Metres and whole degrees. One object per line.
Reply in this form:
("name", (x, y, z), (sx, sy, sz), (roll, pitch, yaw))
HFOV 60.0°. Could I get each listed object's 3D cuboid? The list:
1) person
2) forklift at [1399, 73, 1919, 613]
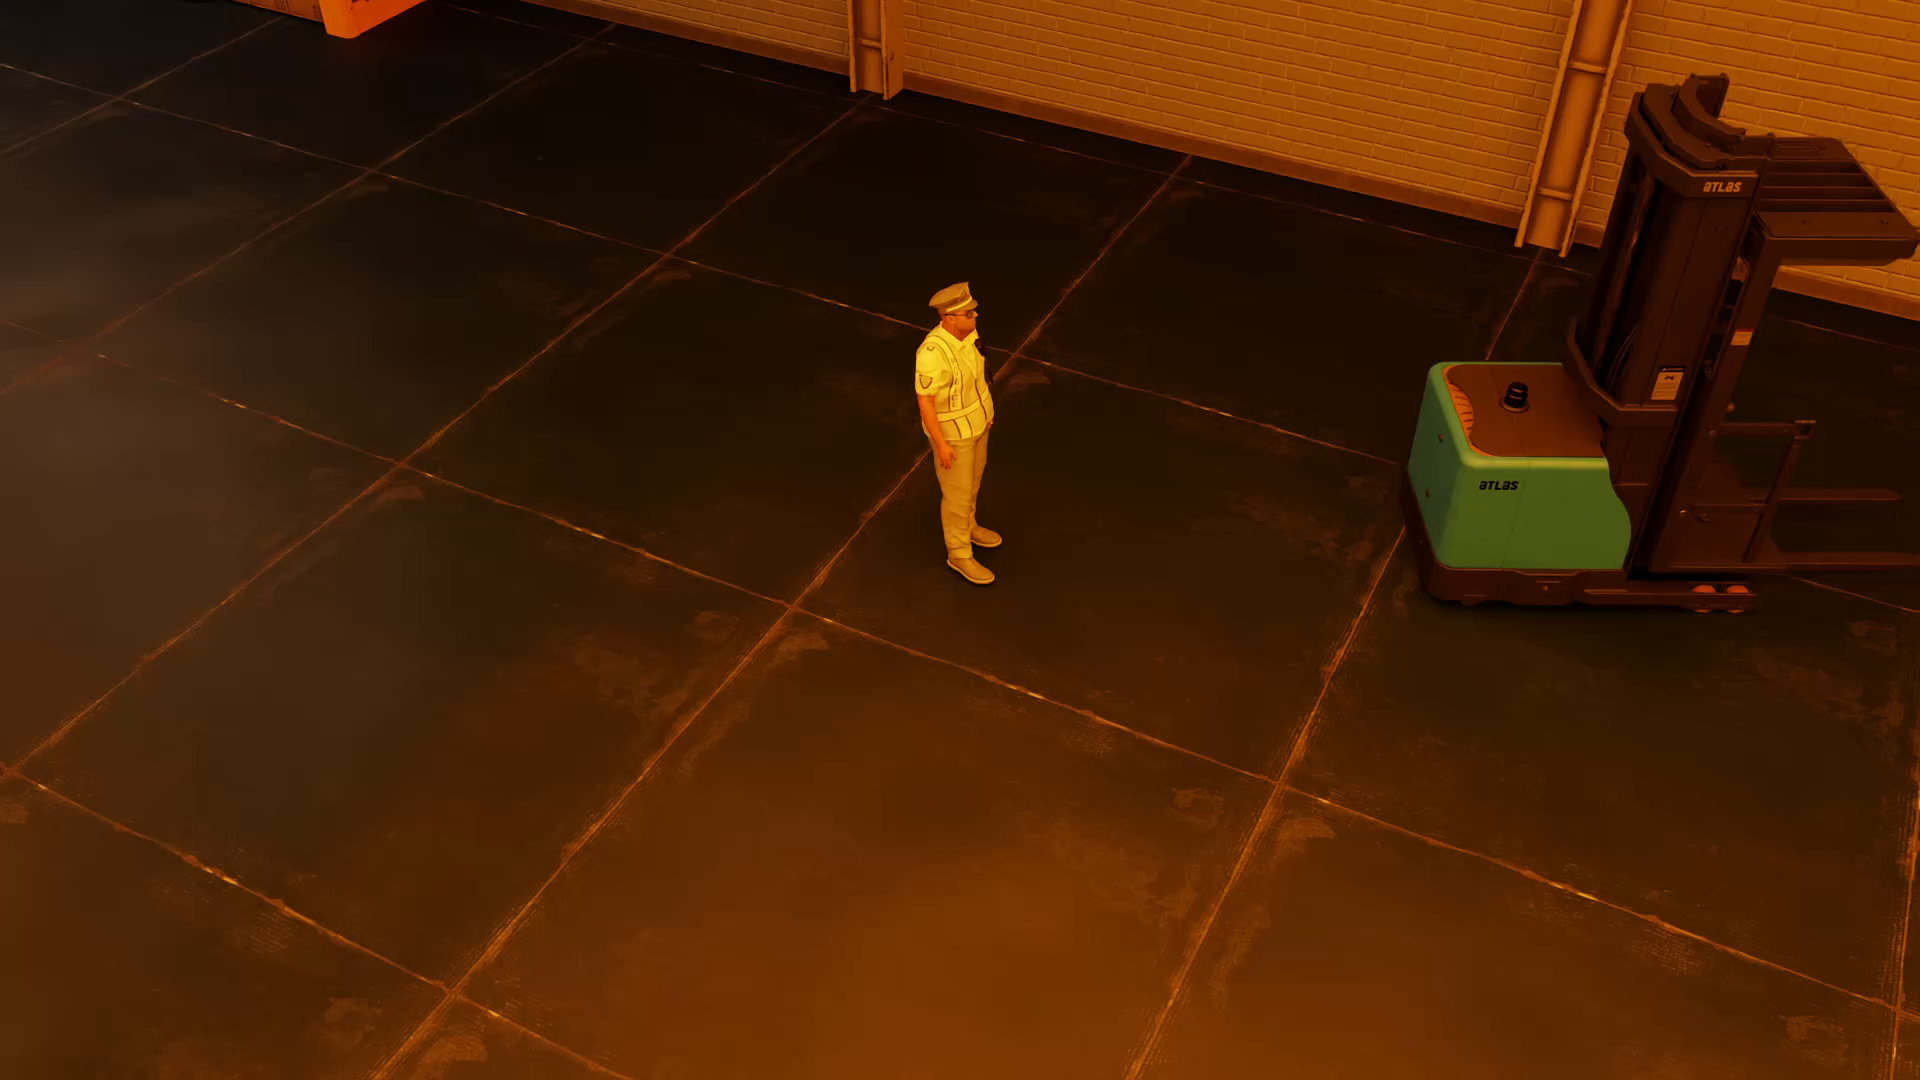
("person", (0.063, -0.657, 9.648), (0.575, 1.781, 0.640), (18, 43, 21))
("forklift", (4.270, -1.041, 9.222), (3.031, 2.935, 1.130), (0, 40, 0))
